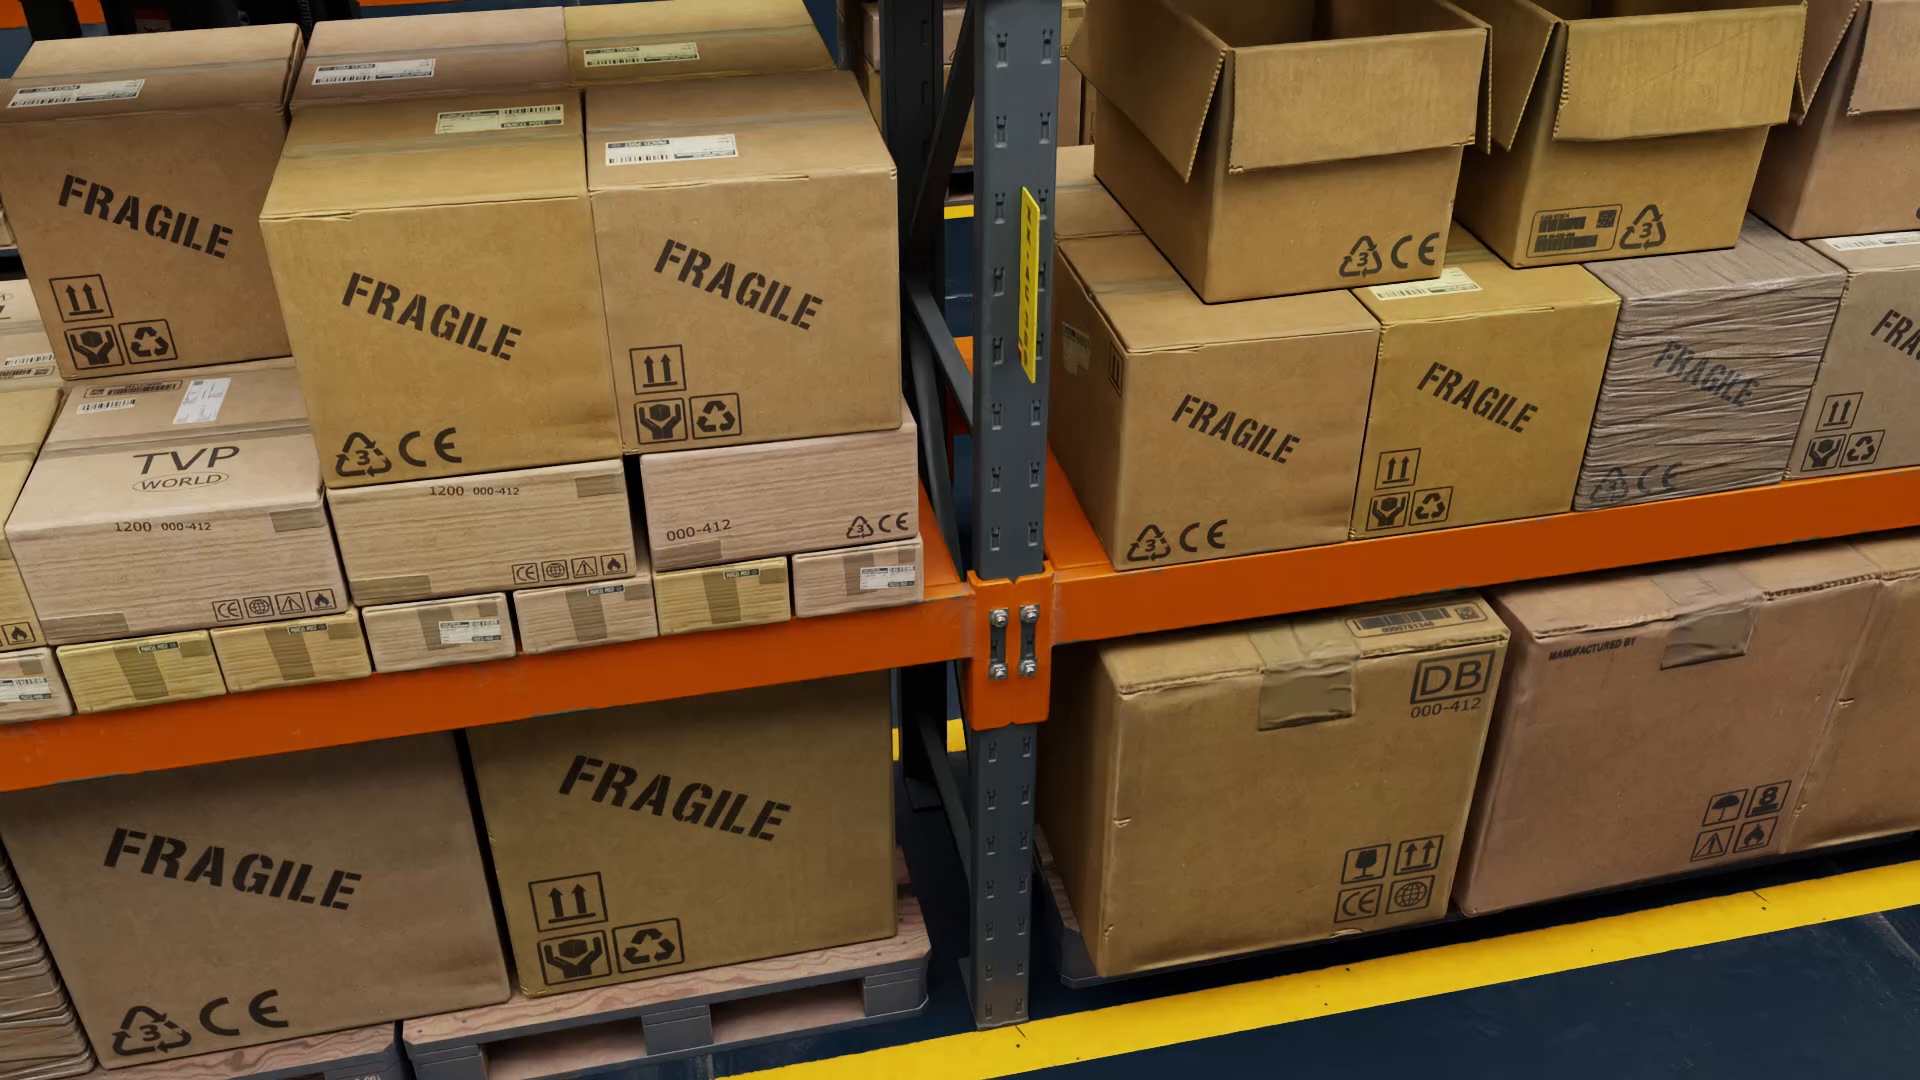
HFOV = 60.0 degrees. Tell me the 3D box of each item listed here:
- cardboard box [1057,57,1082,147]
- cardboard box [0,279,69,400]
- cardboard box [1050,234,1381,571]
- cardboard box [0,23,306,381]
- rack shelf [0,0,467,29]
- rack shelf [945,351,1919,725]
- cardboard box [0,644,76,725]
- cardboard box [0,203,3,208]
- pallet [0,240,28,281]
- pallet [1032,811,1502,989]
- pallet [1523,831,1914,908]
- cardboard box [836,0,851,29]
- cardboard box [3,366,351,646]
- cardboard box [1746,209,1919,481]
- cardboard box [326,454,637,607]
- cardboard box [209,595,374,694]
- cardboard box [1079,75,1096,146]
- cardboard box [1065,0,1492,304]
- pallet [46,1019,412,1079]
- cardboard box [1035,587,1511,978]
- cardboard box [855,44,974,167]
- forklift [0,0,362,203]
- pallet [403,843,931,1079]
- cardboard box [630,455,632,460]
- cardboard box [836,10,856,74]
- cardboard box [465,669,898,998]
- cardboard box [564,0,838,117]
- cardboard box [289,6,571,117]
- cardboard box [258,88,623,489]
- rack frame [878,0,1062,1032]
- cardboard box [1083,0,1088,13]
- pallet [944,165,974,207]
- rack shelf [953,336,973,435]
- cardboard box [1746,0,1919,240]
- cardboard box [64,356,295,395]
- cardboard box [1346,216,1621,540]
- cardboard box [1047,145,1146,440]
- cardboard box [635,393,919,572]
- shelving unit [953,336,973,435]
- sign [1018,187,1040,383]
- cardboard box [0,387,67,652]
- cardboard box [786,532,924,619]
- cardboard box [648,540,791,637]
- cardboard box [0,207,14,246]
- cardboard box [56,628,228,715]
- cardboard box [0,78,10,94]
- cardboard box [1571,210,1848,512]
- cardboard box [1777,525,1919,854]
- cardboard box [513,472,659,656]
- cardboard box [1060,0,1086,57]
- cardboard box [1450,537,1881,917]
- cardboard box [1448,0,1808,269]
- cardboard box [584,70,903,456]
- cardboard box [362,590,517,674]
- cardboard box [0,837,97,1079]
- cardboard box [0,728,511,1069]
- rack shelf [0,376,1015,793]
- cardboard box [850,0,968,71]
[{"bbox_3d":[0.293,-2.201,8.205,0.500,0.500,0.500,-6,34,-8],"label":"cardboard box"},{"bbox_3d":[-1.995,-0.308,3.385,0.500,0.250,0.500,-7,35,-10],"label":"cardboard box"},{"bbox_3d":[0.498,-0.306,3.425,0.500,0.500,0.500,-7,35,-10],"label":"cardboard box"},{"bbox_3d":[-1.518,-0.674,3.257,0.500,0.500,0.500,-8,35,-12],"label":"cardboard box"},{"bbox_3d":[-2.952,-2.508,7.440,4.000,0.370,1.077,-7,35,-11],"label":"rack shelf"},{"bbox_3d":[1.945,-0.291,4.137,4.000,0.370,1.077,-7,35,-11],"label":"rack shelf"},{"bbox_3d":[-1.733,0.165,3.038,0.250,0.149,0.380,-7,34,-10],"label":"cardboard box"},{"bbox_3d":[-4.335,-1.599,7.356,0.250,0.149,0.380,-6,34,-9],"label":"cardboard box"},{"bbox_3d":[-4.029,-1.492,7.785,1.213,0.211,1.003,-7,35,-11],"label":"pallet"},{"bbox_3d":[0.730,0.678,4.550,1.213,0.211,1.003,-7,35,-11],"label":"pallet"},{"bbox_3d":[1.922,0.526,4.776,1.213,0.211,1.003,-7,35,-11],"label":"pallet"},{"bbox_3d":[-0.331,-2.729,8.318,0.500,0.250,0.500,-8,35,-12],"label":"cardboard box"},{"bbox_3d":[-1.381,-0.080,3.046,0.500,0.250,0.500,-7,34,-10],"label":"cardboard box"},{"bbox_3d":[1.979,-0.496,3.708,0.500,0.500,0.500,-7,34,-10],"label":"cardboard box"},{"bbox_3d":[-0.883,-0.143,3.139,0.500,0.250,0.500,-6,34,-9],"label":"cardboard box"},{"bbox_3d":[-1.235,0.103,3.131,0.250,0.149,0.380,-7,34,-10],"label":"cardboard box"},{"bbox_3d":[0.801,-2.273,8.311,0.500,0.500,0.500,-7,34,-10],"label":"cardboard box"},{"bbox_3d":[0.615,-0.885,3.387,0.637,0.503,0.797,-8,35,-12],"label":"cardboard box"},{"bbox_3d":[-1.957,1.017,4.045,1.213,0.211,1.003,-7,35,-11],"label":"pallet"},{"bbox_3d":[0.614,0.274,4.179,0.875,0.875,1.225,-7,35,-10],"label":"cardboard box"},{"bbox_3d":[-0.222,-2.135,8.106,0.500,0.500,0.500,-6,34,-9],"label":"cardboard box"},{"bbox_3d":[-2.716,-1.445,5.273,3.031,2.935,1.130,4,34,6],"label":"forklift"},{"bbox_3d":[-0.765,0.865,4.272,1.213,0.211,1.003,-7,35,-11],"label":"pallet"},{"bbox_3d":[-0.881,-0.319,3.759,0.250,0.149,0.380,-6,34,-9],"label":"cardboard box"},{"bbox_3d":[-0.335,-2.416,8.525,0.500,0.500,0.500,-8,35,-11],"label":"cardboard box"},{"bbox_3d":[-0.667,0.402,3.990,0.875,0.875,0.875,-7,35,-11],"label":"cardboard box"},{"bbox_3d":[-0.530,-0.797,3.440,0.500,0.500,0.500,-7,35,-11],"label":"cardboard box"},{"bbox_3d":[-1.012,-0.740,3.356,0.500,0.500,0.500,-7,35,-11],"label":"cardboard box"},{"bbox_3d":[-0.885,-0.455,2.931,0.500,0.500,0.500,-7,34,-10],"label":"cardboard box"},{"bbox_3d":[-0.006,-0.344,3.571,0.127,3.000,1.000,-7,35,-11],"label":"rack frame"},{"bbox_3d":[0.795,-2.574,8.088,0.500,0.250,0.500,-6,34,-9],"label":"cardboard box"},{"bbox_3d":[-0.243,-1.991,8.527,1.213,0.211,1.003,-7,35,-11],"label":"pallet"},{"bbox_3d":[0.083,-0.484,5.448,1.000,0.185,0.538,-7,35,-11],"label":"rack shelf"},{"bbox_3d":[1.890,-1.048,3.630,0.637,0.503,0.797,-6,34,-9],"label":"cardboard box"},{"bbox_3d":[-1.512,-0.365,3.469,0.500,0.250,0.500,-6,34,-9],"label":"cardboard box"},{"bbox_3d":[0.988,-0.368,3.517,0.500,0.500,0.500,-7,35,-10],"label":"cardboard box"},{"bbox_3d":[0.390,-0.591,3.850,0.500,0.500,0.500,-7,35,-10],"label":"cardboard box"},{"bbox_3d":[-0.379,-0.208,3.236,0.500,0.250,0.500,-8,35,-11],"label":"cardboard box"},{"bbox_3d":[0.074,-0.632,5.346,1.083,1.500,0.587,-7,35,-11],"label":"shelving unit"},{"bbox_3d":[0.118,-0.435,2.858,0.005,0.325,0.100,-7,35,-11],"label":"sign"},{"bbox_3d":[-1.876,-0.020,2.956,0.500,0.250,0.500,-8,35,-11],"label":"cardboard box"},{"bbox_3d":[-0.231,-0.024,3.319,0.250,0.149,0.380,-7,34,-10],"label":"cardboard box"},{"bbox_3d":[-0.483,0.008,3.272,0.250,0.149,0.380,-7,34,-10],"label":"cardboard box"},{"bbox_3d":[-4.322,-1.441,7.388,0.250,0.149,0.380,-7,34,-10],"label":"cardboard box"},{"bbox_3d":[-1.485,0.134,3.084,0.250,0.149,0.380,-8,35,-11],"label":"cardboard box"},{"bbox_3d":[-4.443,-2.001,7.687,0.250,0.149,0.380,-7,34,-10],"label":"cardboard box"},{"bbox_3d":[1.476,-0.430,3.609,0.500,0.500,0.500,-8,35,-12],"label":"cardboard box"},{"bbox_3d":[2.347,0.051,4.512,0.875,0.875,1.225,-7,35,-10],"label":"cardboard box"},{"bbox_3d":[-0.733,0.039,3.225,0.250,0.149,0.380,-8,35,-11],"label":"cardboard box"},{"bbox_3d":[0.296,-2.514,7.998,0.500,0.250,0.500,-6,34,-9],"label":"cardboard box"},{"bbox_3d":[1.485,0.164,4.343,0.875,0.875,1.225,-8,35,-12],"label":"cardboard box"},{"bbox_3d":[1.287,-0.963,3.503,0.637,0.503,0.797,-7,34,-10],"label":"cardboard box"},{"bbox_3d":[-0.395,-0.515,3.020,0.500,0.500,0.500,-6,34,-9],"label":"cardboard box"},{"bbox_3d":[-0.984,0.071,3.178,0.250,0.149,0.380,-7,34,-10],"label":"cardboard box"},{"bbox_3d":[-2.413,0.622,3.662,0.875,0.875,0.875,-7,35,-11],"label":"cardboard box"},{"bbox_3d":[-1.545,0.512,3.825,0.875,0.875,0.875,-7,35,-11],"label":"cardboard box"},{"bbox_3d":[-1.957,0.201,3.405,4.000,0.370,1.077,-7,35,-11],"label":"rack shelf"},{"bbox_3d":[-0.223,-2.447,7.898,0.500,0.250,0.500,-9,35,-13],"label":"cardboard box"}]
